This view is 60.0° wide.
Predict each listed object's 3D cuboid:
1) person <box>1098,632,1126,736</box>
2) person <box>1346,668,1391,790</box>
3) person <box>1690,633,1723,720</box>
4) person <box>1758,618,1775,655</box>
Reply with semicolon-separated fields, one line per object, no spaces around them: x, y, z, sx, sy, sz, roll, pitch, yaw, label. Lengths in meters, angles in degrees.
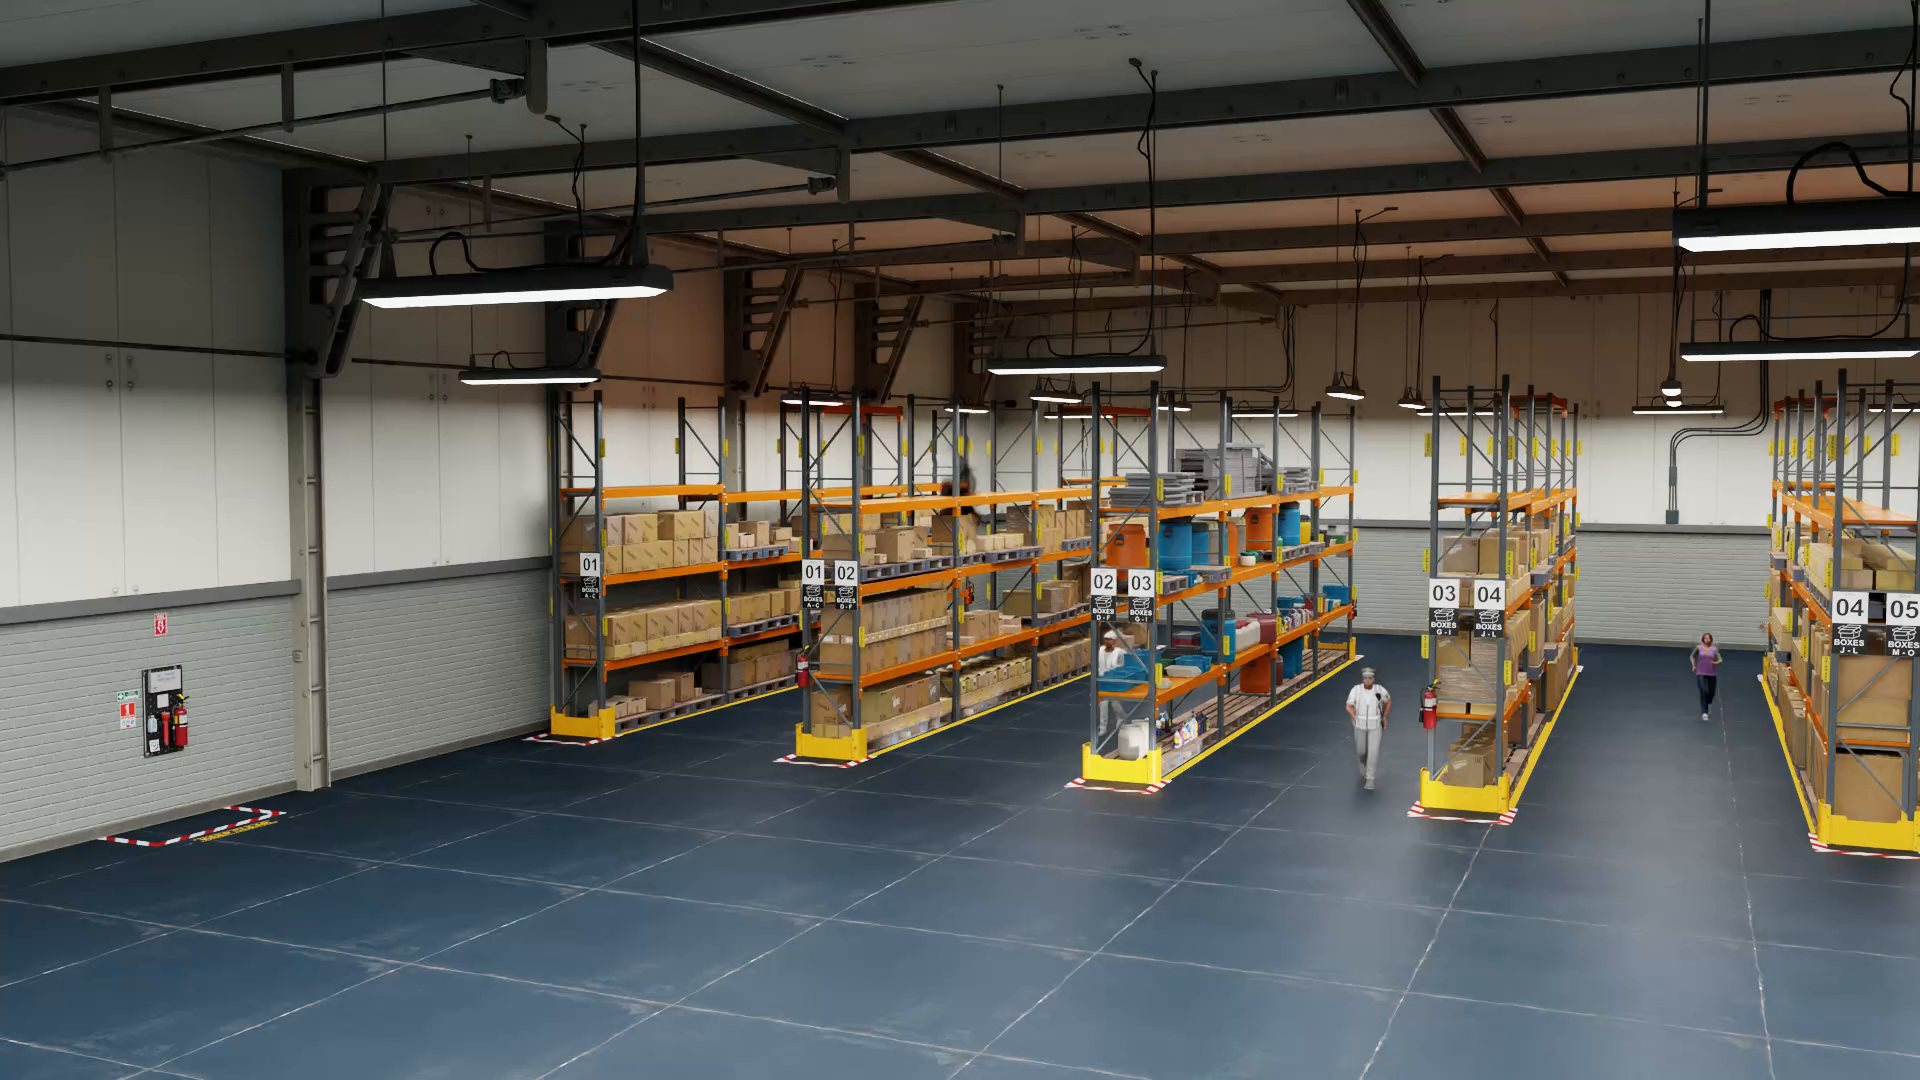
2.613;2.486;29.001;0.682;1.779;0.905;1;3;25;person
6.069;2.755;24.712;0.647;1.768;0.943;1;3;17;person
13.796;2.496;30.750;0.543;1.576;0.877;1;3;18;person
17.932;2.157;36.657;0.538;1.644;0.600;0;3;2;person
